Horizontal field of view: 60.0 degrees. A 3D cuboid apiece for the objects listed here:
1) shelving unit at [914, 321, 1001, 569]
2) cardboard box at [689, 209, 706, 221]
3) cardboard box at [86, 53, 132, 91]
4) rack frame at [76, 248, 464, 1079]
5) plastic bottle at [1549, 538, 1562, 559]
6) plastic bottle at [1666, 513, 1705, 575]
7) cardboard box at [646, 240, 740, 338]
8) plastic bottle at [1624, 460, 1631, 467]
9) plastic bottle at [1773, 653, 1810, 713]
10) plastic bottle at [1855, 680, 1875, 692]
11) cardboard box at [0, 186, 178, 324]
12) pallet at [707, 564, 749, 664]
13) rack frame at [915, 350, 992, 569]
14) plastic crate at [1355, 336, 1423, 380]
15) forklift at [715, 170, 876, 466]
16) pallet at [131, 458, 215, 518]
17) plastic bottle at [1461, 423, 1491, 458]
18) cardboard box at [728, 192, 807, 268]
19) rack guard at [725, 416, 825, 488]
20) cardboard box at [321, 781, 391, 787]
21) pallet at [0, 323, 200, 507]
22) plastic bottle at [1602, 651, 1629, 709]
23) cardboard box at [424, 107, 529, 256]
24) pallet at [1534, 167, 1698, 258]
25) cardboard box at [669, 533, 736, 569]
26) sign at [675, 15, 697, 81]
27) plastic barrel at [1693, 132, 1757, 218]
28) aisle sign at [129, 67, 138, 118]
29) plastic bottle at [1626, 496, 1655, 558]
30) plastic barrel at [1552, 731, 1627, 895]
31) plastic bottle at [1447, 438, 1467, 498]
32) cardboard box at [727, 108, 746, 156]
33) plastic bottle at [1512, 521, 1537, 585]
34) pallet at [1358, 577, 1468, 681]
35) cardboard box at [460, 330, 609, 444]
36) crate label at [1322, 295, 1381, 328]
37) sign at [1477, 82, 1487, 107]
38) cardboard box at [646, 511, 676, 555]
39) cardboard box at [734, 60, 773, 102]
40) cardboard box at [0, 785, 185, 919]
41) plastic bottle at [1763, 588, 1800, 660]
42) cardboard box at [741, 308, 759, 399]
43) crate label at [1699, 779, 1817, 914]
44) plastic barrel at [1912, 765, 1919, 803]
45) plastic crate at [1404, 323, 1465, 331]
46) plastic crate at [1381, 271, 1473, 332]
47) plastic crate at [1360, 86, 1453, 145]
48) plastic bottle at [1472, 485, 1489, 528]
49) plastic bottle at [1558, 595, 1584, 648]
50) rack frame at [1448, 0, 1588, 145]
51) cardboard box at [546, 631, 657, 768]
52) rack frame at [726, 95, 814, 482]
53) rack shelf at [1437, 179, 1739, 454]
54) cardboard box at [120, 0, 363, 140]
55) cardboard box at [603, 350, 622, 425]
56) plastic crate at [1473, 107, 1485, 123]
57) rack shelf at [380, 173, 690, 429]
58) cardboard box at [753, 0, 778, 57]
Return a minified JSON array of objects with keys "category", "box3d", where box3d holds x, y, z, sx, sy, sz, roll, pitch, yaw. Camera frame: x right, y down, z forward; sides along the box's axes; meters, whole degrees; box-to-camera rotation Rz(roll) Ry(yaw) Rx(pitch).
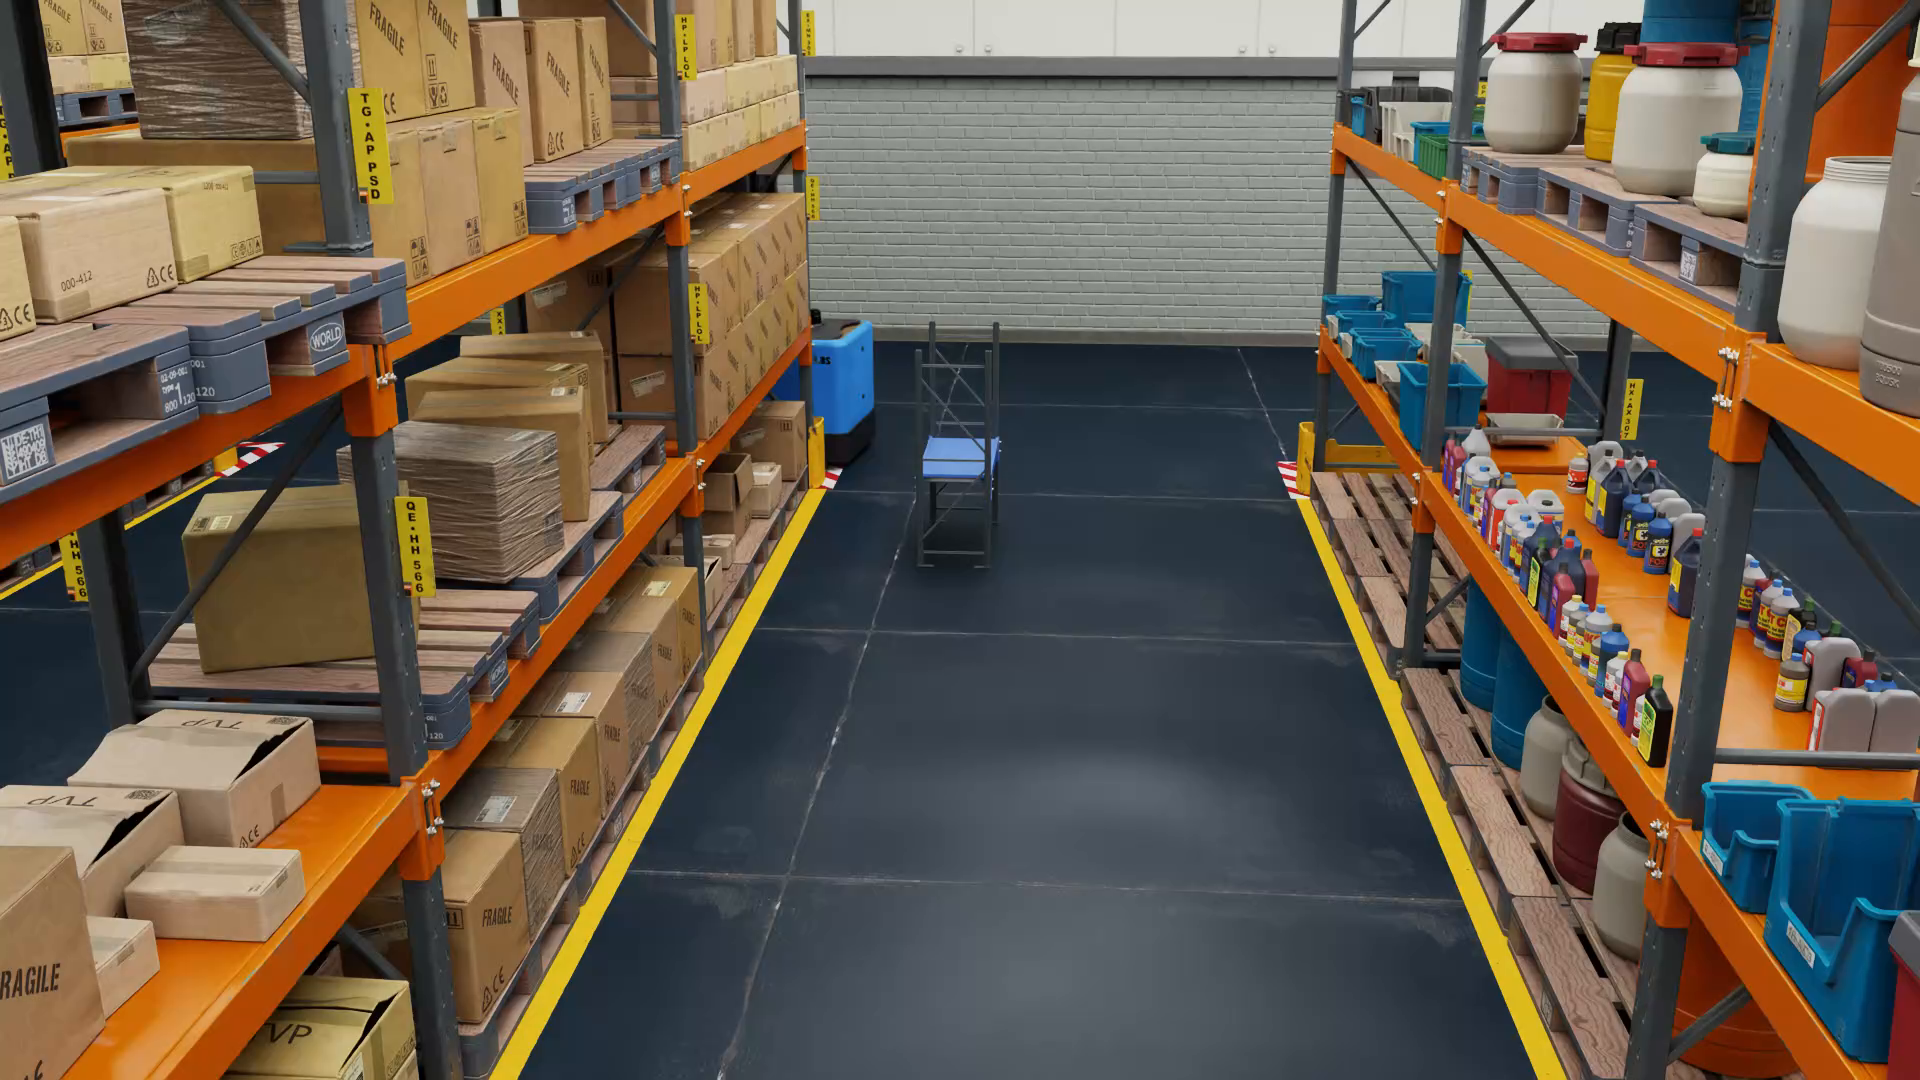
[{"category":"shelving unit","box3d":[-0.006,-0.686,11.609,0.538,1.500,1.048,1,18,4]},{"category":"cardboard box","box3d":[-2.040,-1.995,11.429,0.500,0.500,0.500,2,18,5]},{"category":"cardboard box","box3d":[-6.404,-3.400,12.070,0.500,0.250,0.500,2,18,6]},{"category":"rack frame","box3d":[-2.248,0.562,5.390,1.000,3.000,0.127,1,18,4]},{"category":"plastic bottle","box3d":[2.461,0.142,6.861,0.061,0.283,0.133,1,18,4]},{"category":"plastic bottle","box3d":[3.185,0.004,7.293,0.152,0.276,0.135,1,18,4]},{"category":"cardboard box","box3d":[-1.610,-1.503,9.927,0.500,0.500,0.500,1,18,2]},{"category":"plastic bottle","box3d":[3.247,-0.266,8.118,0.152,0.276,0.135,1,18,4]},{"category":"plastic bottle","box3d":[2.953,0.500,5.898,0.097,0.201,0.097,0,18,0]},{"category":"plastic bottle","box3d":[3.088,0.575,5.669,0.097,0.201,0.097,0,18,0]},{"category":"cardboard box","box3d":[-2.244,-0.686,3.949,0.500,0.250,0.500,2,18,5]},{"category":"pallet","box3d":[-1.911,0.432,10.267,1.003,0.211,1.213,1,18,4]},{"category":"rack frame","box3d":[-0.043,-0.528,11.127,0.500,1.500,0.032,1,18,4]},{"category":"plastic crate","box3d":[2.804,-1.188,10.905,0.416,0.233,0.300,1,18,4]},{"category":"forklift","box3d":[-2.305,-2.204,13.941,3.031,2.935,1.130,4,18,11]},{"category":"pallet","box3d":[-6.595,-0.457,12.978,1.003,0.211,1.213,1,18,4]},{"category":"plastic bottle","box3d":[2.628,-0.430,8.499,0.144,0.351,0.185,1,18,4]},{"category":"cardboard box","box3d":[-1.432,-2.301,12.361,0.500,0.500,0.500,1,18,3]},{"category":"rack guard","box3d":[-1.680,-0.711,13.290,1.175,0.500,0.348,1,18,4]},{"category":"cardboard box","box3d":[-2.415,0.871,6.550,0.500,0.250,0.500,2,18,6]},{"category":"pallet","box3d":[-2.285,-0.213,3.243,1.003,0.211,1.213,2,18,6]},{"category":"plastic bottle","box3d":[2.346,0.496,5.912,0.097,0.201,0.097,0,18,0]},{"category":"cardboard box","box3d":[-2.177,-1.367,6.300,0.910,0.500,0.500,1,18,4]},{"category":"pallet","box3d":[2.942,-1.306,6.578,1.003,0.211,1.213,1,18,4]},{"category":"cardboard box","box3d":[-1.663,0.063,10.758,0.380,0.166,0.250,1,18,4]},{"category":"sign","box3d":[-1.408,-2.527,8.538,0.100,0.325,0.005,1,18,4]},{"category":"plastic barrel","box3d":[2.623,-1.222,5.565,0.301,0.262,0.301,0,18,0]},{"category":"aisle sign","box3d":[-6.311,-3.283,12.950,0.394,0.787,0.004,1,18,4]},{"category":"plastic bottle","box3d":[3.075,-0.063,7.504,0.097,0.271,0.097,0,18,0]},{"category":"plastic barrel","box3d":[2.791,1.117,6.895,0.600,0.588,0.708,1,18,4]},{"category":"plastic bottle","box3d":[2.518,-0.367,8.414,0.061,0.283,0.133,1,18,4]},{"category":"cardboard box","box3d":[-1.603,-2.490,10.130,0.500,0.250,0.500,1,18,4]},{"category":"plastic bottle","box3d":[2.440,0.053,7.150,0.097,0.271,0.097,0,18,0]},{"category":"pallet","box3d":[2.993,0.527,9.975,1.003,0.211,1.213,1,18,4]},{"category":"cardboard box","box3d":[-2.218,-0.785,8.667,0.700,0.500,0.500,-5,19,-15]},{"category":"crate label","box3d":[2.920,-1.690,12.437,0.416,0.233,0.303,1,18,4]},{"category":"sign","box3d":[3.816,-3.179,12.159,0.100,0.325,0.005,1,18,4]},{"category":"cardboard box","box3d":[-2.150,-0.028,10.802,0.500,0.311,0.500,1,18,4]},{"category":"cardboard box","box3d":[-1.532,-3.039,11.000,0.500,0.250,0.500,1,18,4]},{"category":"cardboard box","box3d":[-2.505,0.878,4.570,0.500,0.311,0.500,1,18,3]},{"category":"plastic bottle","box3d":[3.141,0.316,6.349,0.097,0.271,0.097,0,18,0]},{"category":"cardboard box","box3d":[-1.581,-1.194,10.590,0.500,0.500,0.500,1,18,4]},{"category":"crate label","box3d":[2.288,0.876,4.702,0.303,0.233,0.416,1,18,4]},{"category":"plastic barrel","box3d":[2.961,0.760,4.568,0.600,0.536,0.708,1,18,4]},{"category":"plastic crate","box3d":[3.388,-1.457,11.879,0.396,0.136,0.243,1,18,4]},{"category":"plastic crate","box3d":[3.428,-1.748,12.287,0.616,0.435,0.499,1,18,4]},{"category":"plastic crate","box3d":[2.882,-2.738,10.745,0.504,0.338,0.767,1,18,4]},{"category":"plastic bottle","box3d":[2.497,-0.160,7.912,0.097,0.201,0.097,0,18,0]},{"category":"plastic bottle","box3d":[2.388,0.314,6.466,0.097,0.201,0.097,0,18,0]},{"category":"rack frame","box3d":[2.979,-3.419,7.907,1.000,3.000,0.127,1,18,4]},{"category":"cardboard box","box3d":[-1.791,0.767,8.072,0.500,0.500,0.500,2,18,5]},{"category":"rack frame","box3d":[-1.675,-1.923,12.973,1.000,3.000,0.127,1,18,4]},{"category":"rack shelf","box3d":[2.836,-1.031,6.590,1.077,0.370,4.000,1,18,4]},{"category":"cardboard box","box3d":[-2.211,-1.521,5.165,0.500,0.500,0.500,1,18,4]},{"category":"cardboard box","box3d":[-2.181,-0.889,9.657,0.500,0.500,0.500,2,18,5]},{"category":"plastic crate","box3d":[3.480,-2.823,11.244,0.450,0.188,0.336,1,18,4]},{"category":"rack shelf","box3d":[-2.105,-1.143,6.931,1.077,0.370,4.000,1,18,4]},{"category":"cardboard box","box3d":[-1.695,-3.711,11.847,0.700,0.500,0.500,1,18,4]}]
